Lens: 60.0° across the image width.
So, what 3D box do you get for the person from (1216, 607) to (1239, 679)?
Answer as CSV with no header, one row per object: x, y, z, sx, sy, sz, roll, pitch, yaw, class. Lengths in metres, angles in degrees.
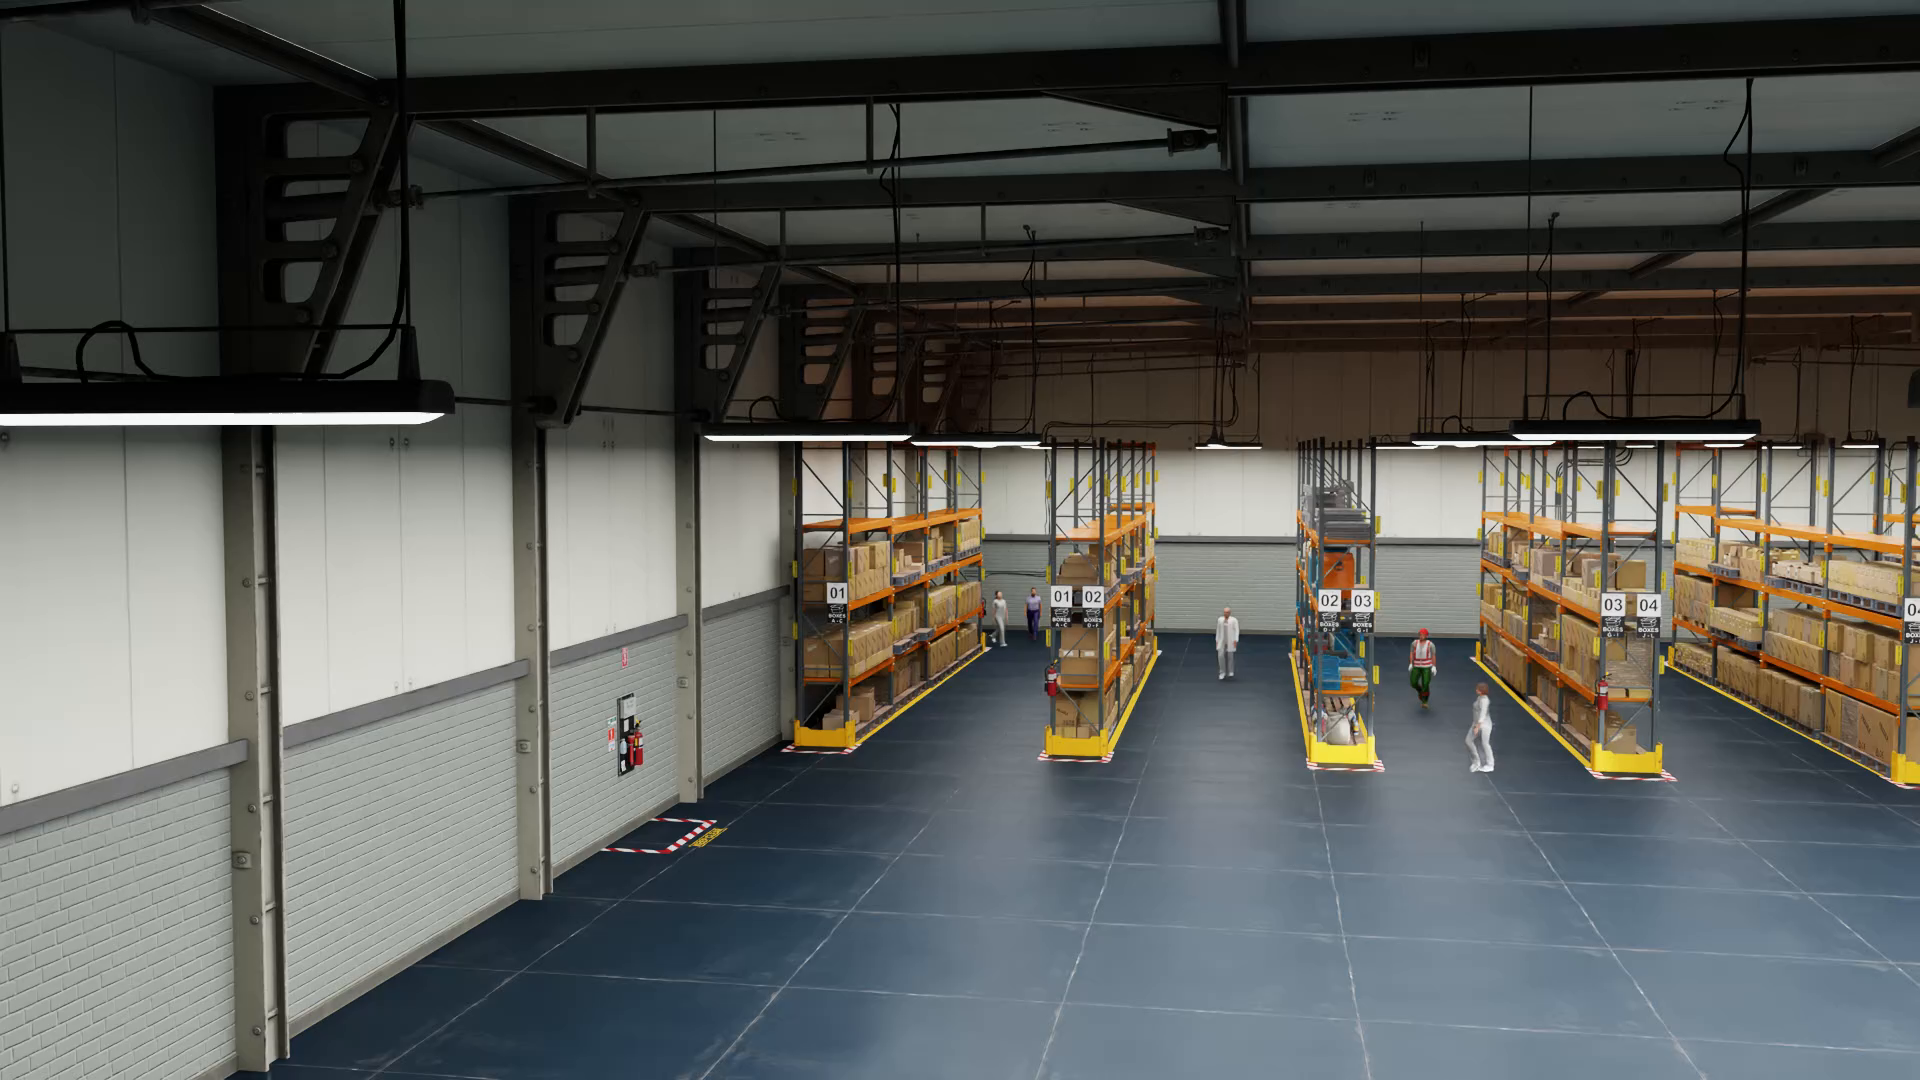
6.785,2.618,42.244,0.645,1.828,0.649,2,3,28,person

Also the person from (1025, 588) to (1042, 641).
2.235,2.246,50.585,0.503,1.563,1.043,1,3,10,person

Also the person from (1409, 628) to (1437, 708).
10.417,2.851,37.368,0.627,1.777,0.587,2,3,30,person

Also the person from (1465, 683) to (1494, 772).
9.310,3.357,29.669,0.491,1.636,0.404,-1,3,-16,person

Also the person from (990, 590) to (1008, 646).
1.151,2.300,49.012,0.436,1.638,0.818,-3,4,-41,person
